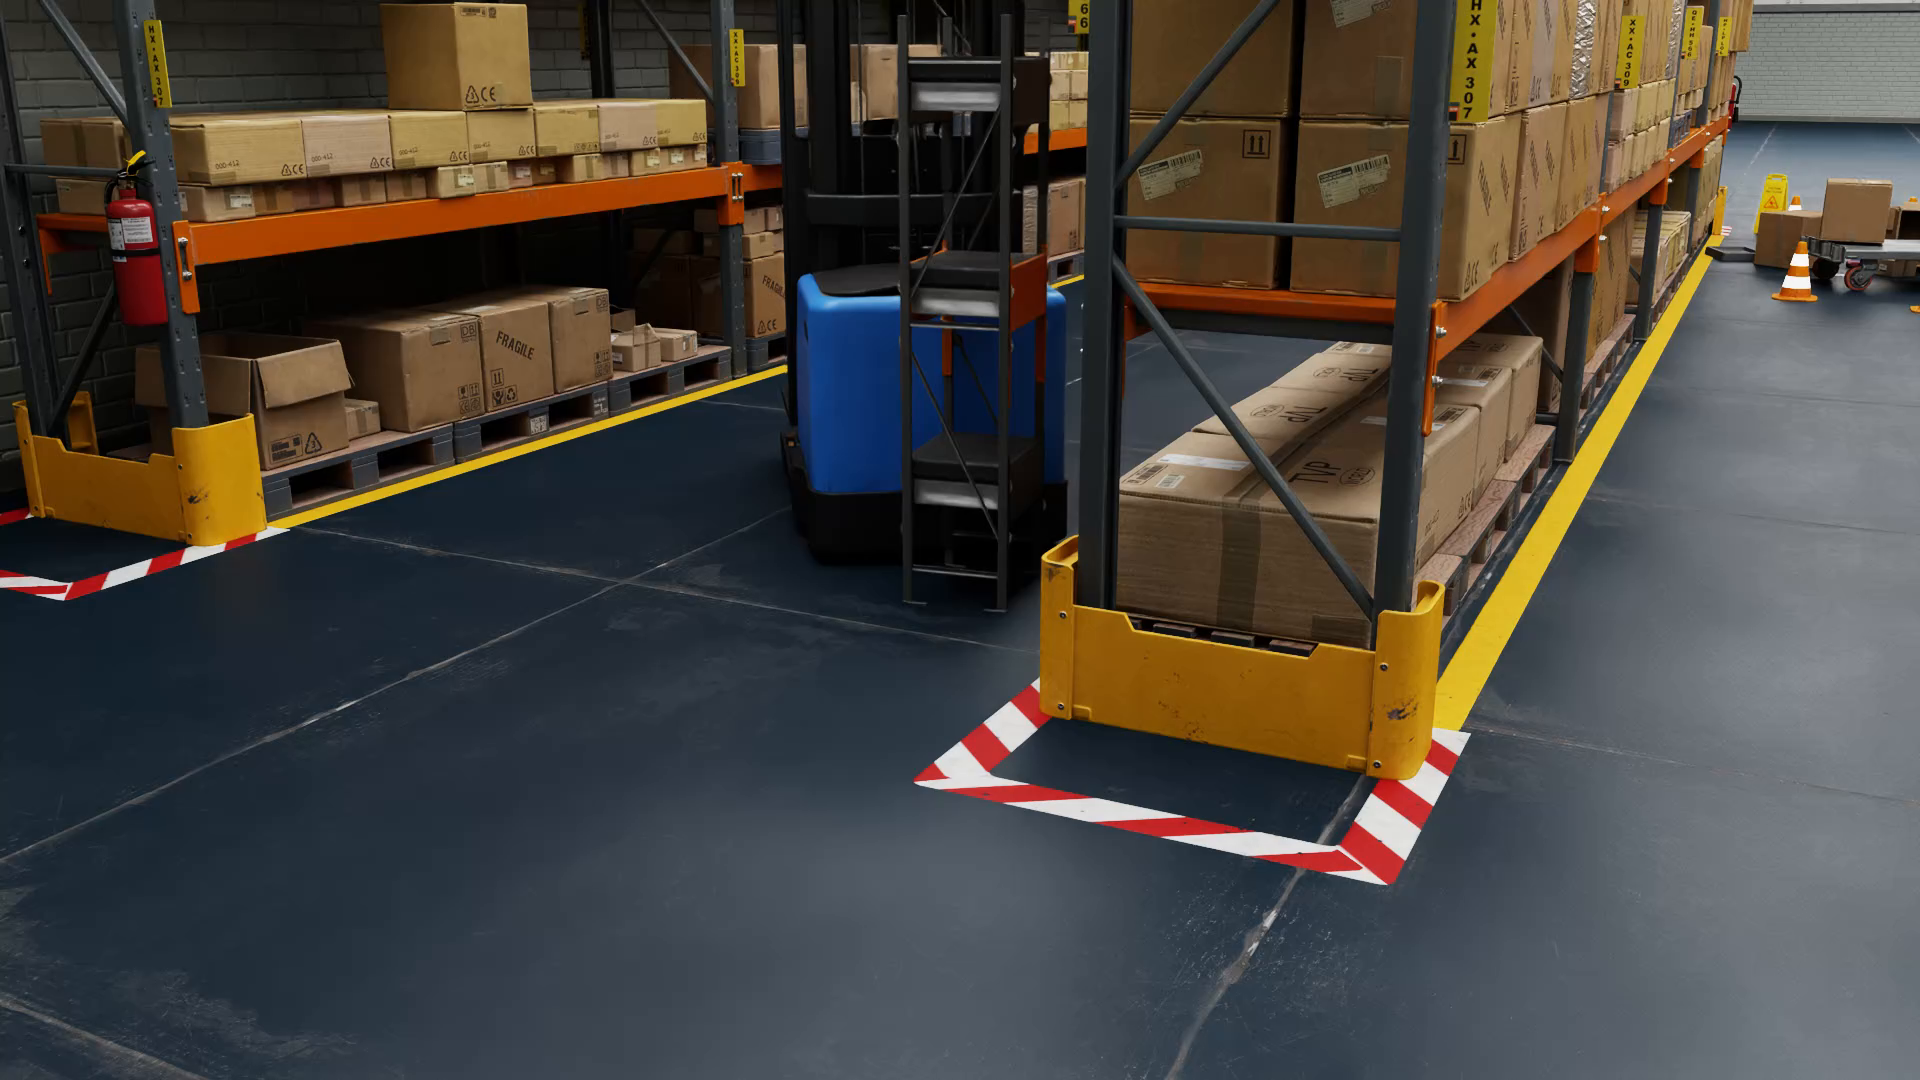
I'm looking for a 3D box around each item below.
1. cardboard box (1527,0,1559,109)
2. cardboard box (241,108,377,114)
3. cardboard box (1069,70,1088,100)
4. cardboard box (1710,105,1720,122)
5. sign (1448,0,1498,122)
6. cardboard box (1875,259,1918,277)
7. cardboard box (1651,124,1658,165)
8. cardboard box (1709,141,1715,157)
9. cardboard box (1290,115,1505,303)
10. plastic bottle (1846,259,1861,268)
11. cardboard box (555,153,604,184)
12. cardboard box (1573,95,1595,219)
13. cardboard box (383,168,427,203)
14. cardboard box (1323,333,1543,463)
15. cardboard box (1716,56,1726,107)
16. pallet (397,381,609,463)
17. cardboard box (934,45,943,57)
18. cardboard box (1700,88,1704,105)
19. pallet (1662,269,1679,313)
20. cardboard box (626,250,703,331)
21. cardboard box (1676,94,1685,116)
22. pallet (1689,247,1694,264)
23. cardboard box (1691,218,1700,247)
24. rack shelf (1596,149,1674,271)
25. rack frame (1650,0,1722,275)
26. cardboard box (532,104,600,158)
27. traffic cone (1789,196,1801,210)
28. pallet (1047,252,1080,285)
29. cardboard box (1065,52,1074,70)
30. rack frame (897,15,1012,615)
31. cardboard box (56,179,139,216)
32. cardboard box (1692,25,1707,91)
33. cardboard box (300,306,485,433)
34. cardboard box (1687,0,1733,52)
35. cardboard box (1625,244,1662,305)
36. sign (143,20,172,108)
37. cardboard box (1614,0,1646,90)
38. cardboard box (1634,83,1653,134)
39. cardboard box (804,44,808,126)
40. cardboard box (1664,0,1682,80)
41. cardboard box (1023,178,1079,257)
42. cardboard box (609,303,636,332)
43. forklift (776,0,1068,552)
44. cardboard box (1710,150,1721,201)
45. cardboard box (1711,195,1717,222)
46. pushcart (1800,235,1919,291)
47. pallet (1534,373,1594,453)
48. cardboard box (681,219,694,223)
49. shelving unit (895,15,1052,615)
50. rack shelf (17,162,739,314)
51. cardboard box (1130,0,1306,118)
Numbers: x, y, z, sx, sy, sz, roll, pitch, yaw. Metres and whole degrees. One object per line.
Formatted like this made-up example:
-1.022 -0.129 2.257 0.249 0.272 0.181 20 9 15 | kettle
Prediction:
1.754 -1.750 5.715 0.500 0.500 0.500 8 18 25 | cardboard box
-3.180 -1.981 8.166 0.500 0.250 0.500 9 19 27 | cardboard box
0.861 -4.048 14.771 0.500 0.250 0.500 8 18 24 | cardboard box
7.207 -4.172 16.244 0.380 0.149 0.250 8 18 26 | cardboard box
1.331 -1.253 4.314 0.100 0.325 0.005 8 18 25 | sign
8.484 -2.552 15.151 0.258 0.266 0.396 -4 17 -13 | cardboard box
3.965 -2.418 10.159 0.500 0.250 0.500 8 18 25 | cardboard box
7.160 -3.822 16.261 0.380 0.149 0.250 9 19 29 | cardboard box
1.309 -1.006 4.966 0.500 0.500 0.500 8 18 25 | cardboard box
8.454 -2.610 15.704 0.133 0.061 0.283 12 20 35 | plastic bottle
-2.156 -2.017 8.989 0.380 0.149 0.250 8 18 25 | cardboard box
2.421 -1.656 7.157 0.500 0.500 0.500 8 18 24 | cardboard box
-2.773 -1.698 7.914 0.380 0.149 0.250 8 19 26 | cardboard box
2.248 -0.718 7.934 0.875 0.438 0.875 8 18 25 | cardboard box
7.085 -4.453 16.049 0.500 0.500 0.500 8 18 25 | cardboard box
-2.669 -0.698 9.003 1.003 0.211 1.213 8 18 25 | pallet
-0.400 -3.678 13.227 0.500 0.500 0.500 9 19 28 | cardboard box
6.216 -3.843 14.399 0.380 0.149 0.250 8 18 26 | cardboard box
5.309 -2.081 13.661 1.003 0.211 1.213 8 18 25 | pallet
-1.863 -1.687 11.089 0.500 0.500 0.500 8 18 25 | cardboard box
5.185 -3.249 12.397 0.380 0.149 0.250 8 18 26 | cardboard box
6.468 -2.767 15.971 1.003 0.211 1.213 8 18 25 | pallet
6.705 -2.928 15.705 0.500 0.250 0.500 7 18 23 | cardboard box
3.518 -2.055 9.939 1.077 0.370 4.000 8 18 25 | rack shelf
6.199 -3.928 14.983 1.000 3.000 0.127 8 18 25 | rack frame
-2.272 -2.176 8.825 0.500 0.250 0.500 8 18 25 | cardboard box
8.949 -3.458 17.853 0.336 0.463 0.334 8 18 25 | traffic cone
0.373 -2.408 14.761 1.003 0.211 1.213 8 18 25 | pallet
0.777 -4.216 14.634 0.380 0.149 0.250 8 18 26 | cardboard box
-0.019 -0.750 5.863 0.400 2.100 0.015 5 17 17 | rack frame
-3.697 -1.501 7.249 0.380 0.149 0.250 8 18 25 | cardboard box
5.742 -3.916 13.506 0.500 0.500 0.500 9 19 27 | cardboard box
-2.830 -0.862 8.311 0.700 0.500 0.500 9 19 28 | cardboard box
6.590 -4.683 15.068 0.700 0.500 0.500 8 18 25 | cardboard box
4.673 -1.994 12.347 0.950 0.372 0.625 7 18 22 | cardboard box
-3.119 -1.848 6.459 0.100 0.325 0.005 8 18 25 | sign
3.078 -2.493 8.219 0.500 0.500 0.500 8 18 26 | cardboard box
3.531 -2.396 9.209 0.500 0.250 0.500 8 18 26 | cardboard box
-1.170 -2.997 10.934 0.700 0.500 0.500 8 18 26 | cardboard box
4.193 -3.140 10.397 0.500 0.500 0.500 8 19 26 | cardboard box
0.546 -2.928 15.046 0.875 0.625 0.625 9 19 27 | cardboard box
-2.324 -1.295 10.102 0.500 0.311 0.500 9 19 27 | cardboard box
-0.295 -1.732 7.706 1.130 2.935 3.031 -2 17 -8 | forklift
7.632 -3.819 17.390 0.500 0.500 0.500 9 19 27 | cardboard box
7.856 -3.584 17.916 0.500 0.250 0.500 8 18 25 | cardboard box
8.261 -2.394 14.422 1.648 0.377 0.936 2 17 6 | pushcart
2.902 -0.760 9.213 1.003 0.211 1.213 8 18 25 | pallet
-1.697 -2.096 11.328 0.380 0.149 0.250 8 18 26 | cardboard box
0.056 -0.816 6.086 0.431 2.100 0.503 5 17 17 | shelving unit
-2.711 -1.667 8.632 1.077 0.370 4.000 8 18 25 | rack shelf
0.840 -1.552 5.050 0.500 0.500 0.500 9 19 27 | cardboard box
